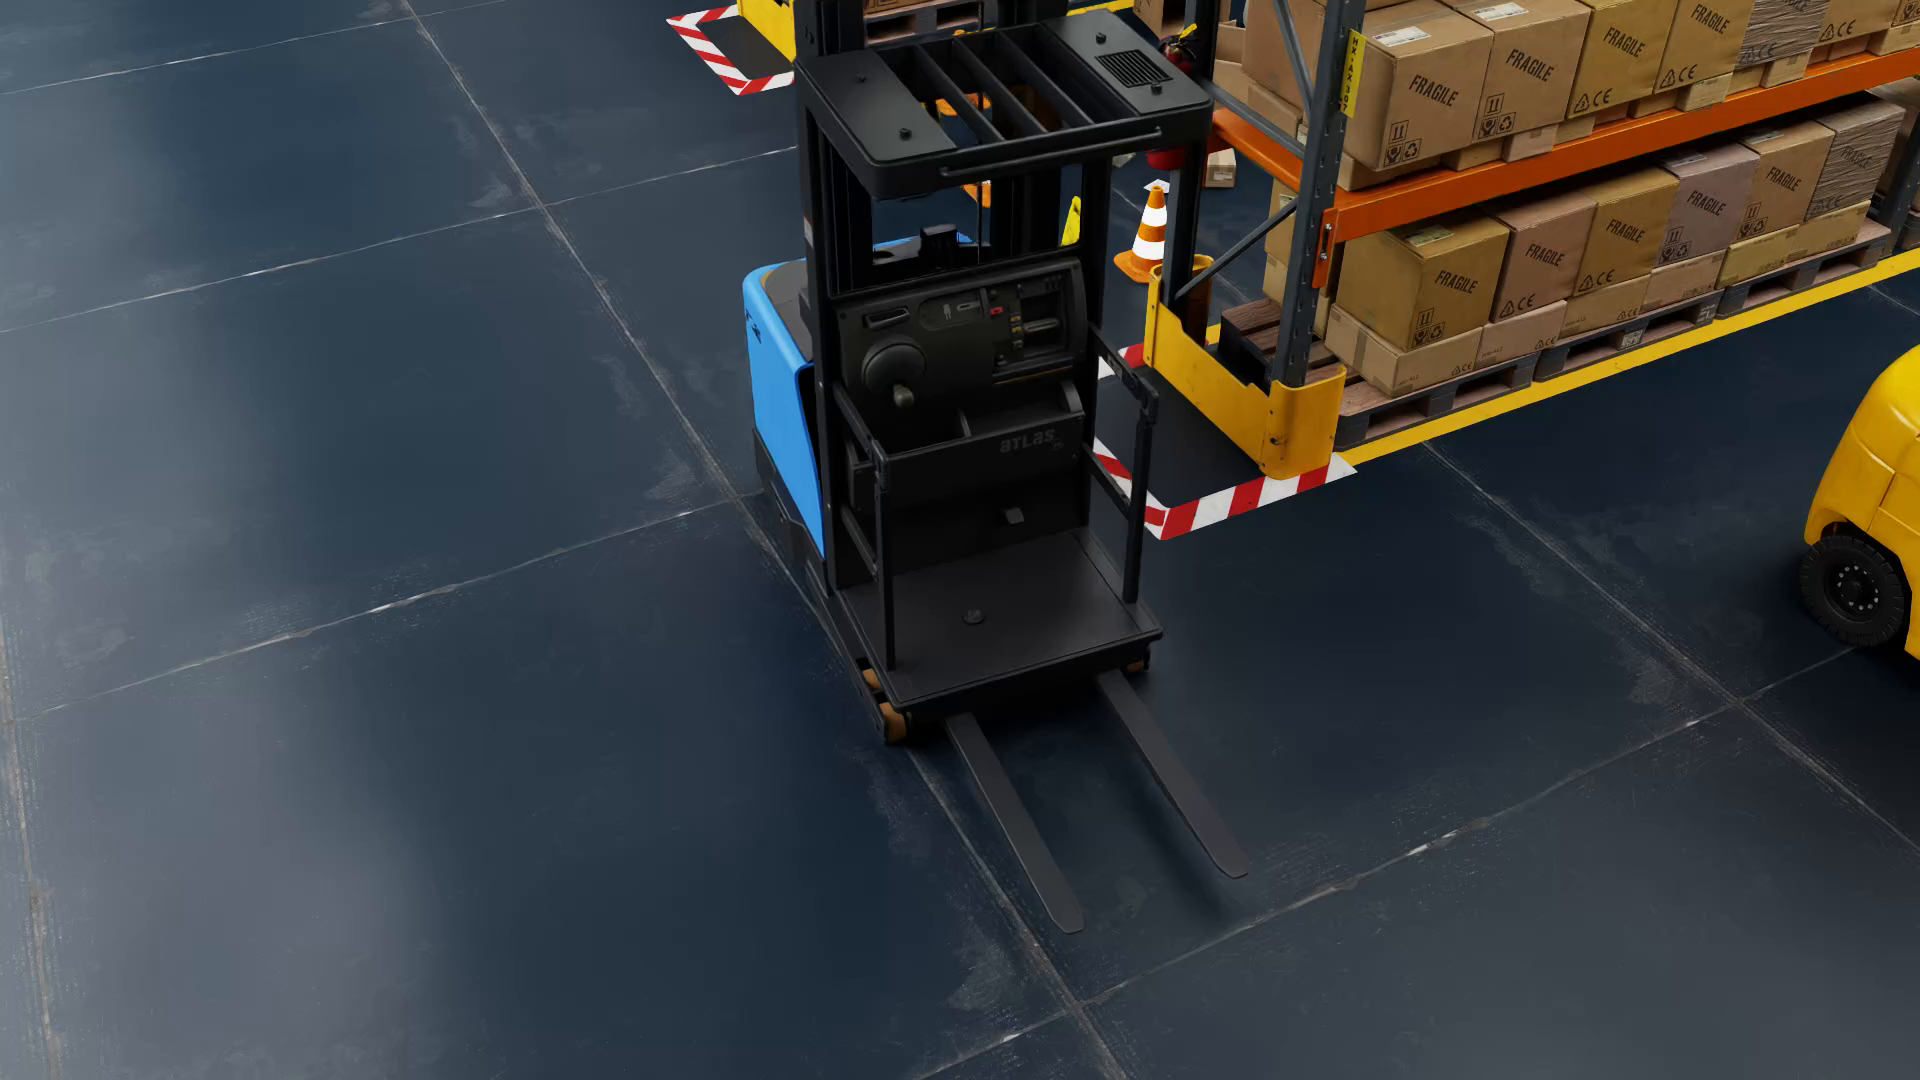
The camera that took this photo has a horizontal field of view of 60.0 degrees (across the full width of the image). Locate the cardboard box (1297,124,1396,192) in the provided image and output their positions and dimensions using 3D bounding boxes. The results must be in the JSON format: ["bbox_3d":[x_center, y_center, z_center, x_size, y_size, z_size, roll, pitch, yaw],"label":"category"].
[{"bbox_3d":[1.644,-1.652,7.075,0.250,0.149,0.380,-18,44,-20],"label":"cardboard box"}]

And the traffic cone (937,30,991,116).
[{"bbox_3d":[-0.002,-2.948,10.375,0.334,0.463,0.336,-19,44,-21],"label":"traffic cone"}]

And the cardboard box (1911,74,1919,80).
[{"bbox_3d":[5.895,-2.491,9.580,0.625,0.372,0.950,-16,43,-18],"label":"cardboard box"}]

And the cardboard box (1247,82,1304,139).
[{"bbox_3d":[1.480,-1.904,7.372,0.250,0.149,0.380,-17,43,-19],"label":"cardboard box"}]

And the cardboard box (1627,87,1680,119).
[{"bbox_3d":[3.048,-2.089,7.591,0.250,0.149,0.380,-20,44,-22],"label":"cardboard box"}]

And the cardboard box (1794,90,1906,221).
[{"bbox_3d":[4.394,-2.026,8.544,0.500,0.500,0.500,-19,44,-21],"label":"cardboard box"}]

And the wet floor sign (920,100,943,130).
[{"bbox_3d":[-0.240,-2.530,9.739,0.232,0.644,0.267,-26,47,-28],"label":"wet floor sign"}]

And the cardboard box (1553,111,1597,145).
[{"bbox_3d":[2.594,-1.914,7.384,0.250,0.149,0.380,-17,43,-20],"label":"cardboard box"}]

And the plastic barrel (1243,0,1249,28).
[{"bbox_3d":[2.121,-3.565,11.134,0.421,0.421,0.512,8,41,10],"label":"plastic barrel"}]

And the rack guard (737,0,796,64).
[{"bbox_3d":[-1.150,-3.611,11.128,0.348,0.500,1.175,-19,44,-21],"label":"rack guard"}]

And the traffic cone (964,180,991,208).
[{"bbox_3d":[0.218,-2.199,9.490,0.334,0.463,0.336,-19,44,-21],"label":"traffic cone"}]

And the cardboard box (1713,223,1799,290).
[{"bbox_3d":[3.927,-1.575,8.592,0.500,0.250,0.500,-20,44,-22],"label":"cardboard box"}]

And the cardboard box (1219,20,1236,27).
[{"bbox_3d":[1.745,-3.154,10.770,0.258,0.266,0.396,-12,42,-13],"label":"cardboard box"}]

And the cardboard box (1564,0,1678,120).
[{"bbox_3d":[2.704,-2.209,7.230,0.500,0.500,0.500,-19,44,-21],"label":"cardboard box"}]

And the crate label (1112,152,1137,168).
[{"bbox_3d":[0.887,-2.345,9.914,0.250,0.136,0.298,22,45,24],"label":"crate label"}]

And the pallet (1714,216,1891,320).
[{"bbox_3d":[4.215,-1.674,9.064,1.213,0.211,1.003,-19,44,-21],"label":"pallet"}]

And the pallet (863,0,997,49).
[{"bbox_3d":[-0.456,-3.791,11.565,1.213,0.211,1.003,-19,44,-21],"label":"pallet"}]

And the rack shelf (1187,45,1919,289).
[{"bbox_3d":[3.021,-2.088,7.952,4.000,0.370,1.077,-19,44,-21],"label":"rack shelf"}]

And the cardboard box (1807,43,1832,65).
[{"bbox_3d":[3.938,-2.415,7.976,0.250,0.149,0.380,-19,44,-21],"label":"cardboard box"}]

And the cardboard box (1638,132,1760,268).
[{"bbox_3d":[3.492,-1.720,8.183,0.500,0.500,0.500,-16,43,-18],"label":"cardboard box"}]

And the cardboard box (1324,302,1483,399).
[{"bbox_3d":[2.090,-0.959,7.864,0.500,0.250,0.500,-19,44,-21],"label":"cardboard box"}]

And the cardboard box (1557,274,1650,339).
[{"bbox_3d":[3.025,-1.277,8.240,0.500,0.250,0.500,-16,43,-18],"label":"cardboard box"}]

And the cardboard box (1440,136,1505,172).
[{"bbox_3d":[2.134,-1.769,7.212,0.250,0.149,0.380,-20,44,-22],"label":"cardboard box"}]

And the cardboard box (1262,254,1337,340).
[{"bbox_3d":[1.861,-1.279,8.242,0.500,0.250,0.500,-19,44,-21],"label":"cardboard box"}]

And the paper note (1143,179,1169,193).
[{"bbox_3d":[1.166,-2.055,9.654,0.148,0.019,0.142,31,49,31],"label":"paper note"}]

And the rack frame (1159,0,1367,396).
[{"bbox_3d":[1.247,-1.765,7.014,0.127,3.000,1.000,-19,44,-21],"label":"rack frame"}]

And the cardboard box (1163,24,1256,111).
[{"bbox_3d":[1.635,-2.788,10.154,0.797,0.503,0.637,15,42,17],"label":"cardboard box"}]

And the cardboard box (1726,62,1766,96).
[{"bbox_3d":[3.510,-2.228,7.755,0.250,0.149,0.380,-19,44,-21],"label":"cardboard box"}]

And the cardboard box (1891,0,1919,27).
[{"bbox_3d":[4.515,-2.836,7.971,0.500,0.500,0.500,-20,44,-22],"label":"cardboard box"}]

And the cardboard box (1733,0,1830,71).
[{"bbox_3d":[3.604,-2.521,7.599,0.500,0.500,0.500,-17,43,-19],"label":"cardboard box"}]

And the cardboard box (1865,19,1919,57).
[{"bbox_3d":[4.432,-2.514,8.093,0.250,0.149,0.380,-18,43,-20],"label":"cardboard box"}]

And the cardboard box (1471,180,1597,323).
[{"bbox_3d":[2.573,-1.411,7.818,0.500,0.500,0.500,-20,44,-22],"label":"cardboard box"}]

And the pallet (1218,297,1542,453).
[{"bbox_3d":[2.051,-0.946,8.204,1.213,0.211,1.003,-19,44,-21],"label":"pallet"}]

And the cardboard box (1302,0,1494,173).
[{"bbox_3d":[1.795,-1.900,6.865,0.500,0.500,0.500,-19,44,-21],"label":"cardboard box"}]

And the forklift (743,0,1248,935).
[{"bbox_3d":[0.097,-0.656,5.757,1.130,2.935,3.031,-14,42,-16],"label":"forklift"}]
